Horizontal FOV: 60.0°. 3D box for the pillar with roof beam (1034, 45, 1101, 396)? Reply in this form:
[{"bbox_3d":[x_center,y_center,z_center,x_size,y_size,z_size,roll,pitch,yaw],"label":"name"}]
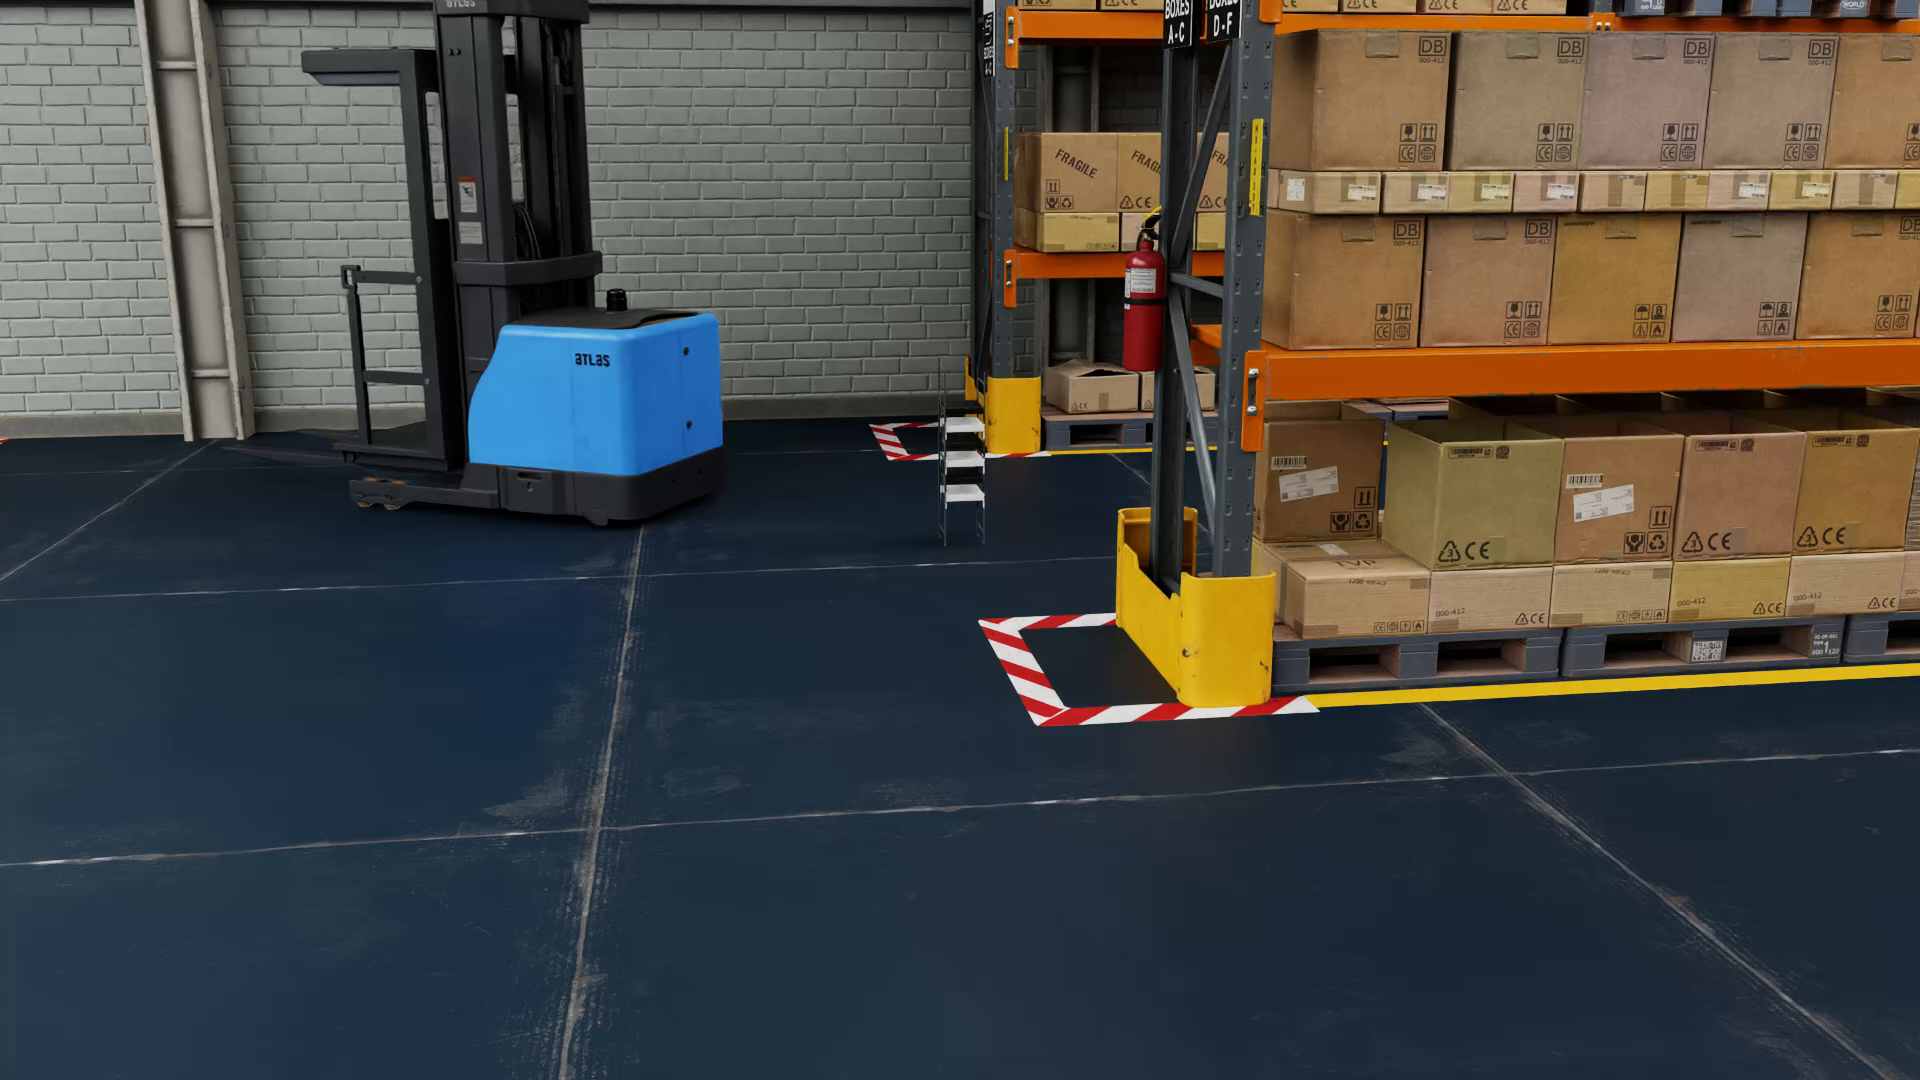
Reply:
[{"bbox_3d":[1.415,-4.271,7.254,0.400,9.000,9.100,-2,14,-8],"label":"pillar with roof beam"}]

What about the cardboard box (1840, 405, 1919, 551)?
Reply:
[{"bbox_3d":[3.986,-0.266,6.863,0.500,0.500,0.500,-2,14,-8],"label":"cardboard box"}]

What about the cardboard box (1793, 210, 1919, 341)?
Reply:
[{"bbox_3d":[3.453,-1.110,6.775,0.500,0.500,0.700,-2,14,-7],"label":"cardboard box"}]

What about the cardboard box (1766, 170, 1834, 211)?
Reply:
[{"bbox_3d":[3.153,-1.363,6.450,0.250,0.149,0.380,-2,14,-6],"label":"cardboard box"}]

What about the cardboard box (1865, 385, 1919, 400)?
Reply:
[{"bbox_3d":[4.403,-0.409,7.434,0.500,0.500,0.500,-2,14,-8],"label":"cardboard box"}]

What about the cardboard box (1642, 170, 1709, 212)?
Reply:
[{"bbox_3d":[2.646,-1.345,6.378,0.250,0.149,0.380,-2,14,-9],"label":"cardboard box"}]

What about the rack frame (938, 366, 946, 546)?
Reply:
[{"bbox_3d":[-0.093,-0.433,8.599,0.006,0.900,0.240,-2,14,-8],"label":"rack frame"}]

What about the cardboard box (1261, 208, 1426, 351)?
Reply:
[{"bbox_3d":[1.416,-1.034,6.474,0.500,0.500,0.700,-2,14,-8],"label":"cardboard box"}]

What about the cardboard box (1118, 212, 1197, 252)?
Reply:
[{"bbox_3d":[1.252,-2.064,11.052,0.500,0.250,0.500,-3,14,-10],"label":"cardboard box"}]

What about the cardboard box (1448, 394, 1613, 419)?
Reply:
[{"bbox_3d":[2.425,-0.336,7.144,0.500,0.500,0.500,-2,14,-8],"label":"cardboard box"}]

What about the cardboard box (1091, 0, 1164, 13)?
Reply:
[{"bbox_3d":[1.115,-3.639,10.654,0.500,0.500,0.500,-1,14,-5],"label":"cardboard box"}]

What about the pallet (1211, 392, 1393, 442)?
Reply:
[{"bbox_3d":[2.298,-0.878,11.788,1.213,0.211,1.003,-2,14,-8],"label":"pallet"}]

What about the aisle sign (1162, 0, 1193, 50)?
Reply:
[{"bbox_3d":[0.844,-2.301,6.387,0.004,0.787,0.394,-2,14,-8],"label":"aisle sign"}]

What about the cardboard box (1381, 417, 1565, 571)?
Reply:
[{"bbox_3d":[2.010,-0.190,6.561,0.500,0.500,0.500,-2,14,-8],"label":"cardboard box"}]

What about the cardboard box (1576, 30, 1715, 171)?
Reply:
[{"bbox_3d":[2.486,-1.704,6.479,0.500,0.500,0.700,-2,14,-8],"label":"cardboard box"}]

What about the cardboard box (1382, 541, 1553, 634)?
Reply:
[{"bbox_3d":[2.010,0.173,6.654,0.500,0.250,0.500,-2,14,-8],"label":"cardboard box"}]

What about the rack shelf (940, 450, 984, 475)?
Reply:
[{"bbox_3d":[0.008,-0.404,8.622,0.200,0.077,0.258,-2,14,-8],"label":"rack shelf"}]

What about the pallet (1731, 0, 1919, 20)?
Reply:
[{"bbox_3d":[5.817,-3.707,11.557,1.003,0.211,1.213,-2,14,-8],"label":"pallet"}]

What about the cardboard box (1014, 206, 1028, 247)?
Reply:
[{"bbox_3d":[0.644,-2.164,11.451,0.500,0.250,0.500,-2,14,-7],"label":"cardboard box"}]

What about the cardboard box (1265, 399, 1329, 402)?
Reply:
[{"bbox_3d":[2.205,-1.203,11.586,0.500,0.500,0.700,-3,14,-12],"label":"cardboard box"}]

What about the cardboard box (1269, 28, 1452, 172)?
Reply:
[{"bbox_3d":[1.468,-1.665,6.324,0.500,0.500,0.700,-2,14,-8],"label":"cardboard box"}]

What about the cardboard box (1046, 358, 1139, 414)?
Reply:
[{"bbox_3d":[0.908,-1.076,11.469,0.500,0.311,0.500,-4,15,-15],"label":"cardboard box"}]

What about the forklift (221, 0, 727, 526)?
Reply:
[{"bbox_3d":[-2.928,-1.702,9.483,3.031,2.935,1.130,5,15,21],"label":"forklift"}]

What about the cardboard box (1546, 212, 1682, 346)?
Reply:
[{"bbox_3d":[2.426,-1.071,6.621,0.500,0.500,0.700,-2,14,-8],"label":"cardboard box"}]

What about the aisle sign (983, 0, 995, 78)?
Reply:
[{"bbox_3d":[0.184,-3.350,10.567,0.004,0.787,0.394,-2,14,-8],"label":"aisle sign"}]

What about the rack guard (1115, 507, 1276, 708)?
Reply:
[{"bbox_3d":[0.929,0.241,6.731,0.348,0.500,1.175,-2,14,-8],"label":"rack guard"}]

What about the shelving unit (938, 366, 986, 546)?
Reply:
[{"bbox_3d":[0.008,-0.437,8.614,0.210,0.900,0.258,-2,14,-8],"label":"shelving unit"}]

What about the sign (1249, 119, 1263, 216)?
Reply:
[{"bbox_3d":[1.029,-1.296,5.783,0.005,0.325,0.100,-2,14,-8],"label":"sign"}]

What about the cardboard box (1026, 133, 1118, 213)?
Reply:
[{"bbox_3d":[0.728,-2.409,10.887,0.500,0.500,0.500,-2,14,-8],"label":"cardboard box"}]

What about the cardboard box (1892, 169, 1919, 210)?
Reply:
[{"bbox_3d":[3.664,-1.382,6.528,0.250,0.149,0.380,-2,14,-9],"label":"cardboard box"}]

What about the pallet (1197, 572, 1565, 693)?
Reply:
[{"bbox_3d":[1.702,0.343,6.921,1.213,0.211,1.003,-2,14,-8],"label":"pallet"}]

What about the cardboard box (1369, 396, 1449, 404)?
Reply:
[{"bbox_3d":[3.146,-1.262,11.822,0.500,0.500,0.500,-3,14,-13],"label":"cardboard box"}]

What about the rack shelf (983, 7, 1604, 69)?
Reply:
[{"bbox_3d":[2.188,-3.342,11.193,4.000,0.370,1.077,-2,14,-8],"label":"rack shelf"}]

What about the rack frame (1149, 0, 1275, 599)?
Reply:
[{"bbox_3d":[0.952,-0.972,6.431,0.127,3.000,1.000,-2,14,-8],"label":"rack frame"}]

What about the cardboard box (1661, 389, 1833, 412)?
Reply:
[{"bbox_3d":[3.414,-0.373,7.290,0.500,0.500,0.500,-2,14,-8],"label":"cardboard box"}]

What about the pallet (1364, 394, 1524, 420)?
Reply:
[{"bbox_3d":[3.507,-0.923,11.968,1.213,0.211,1.003,-2,14,-8],"label":"pallet"}]

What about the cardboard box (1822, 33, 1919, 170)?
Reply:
[{"bbox_3d":[3.475,-1.740,6.623,0.500,0.500,0.700,-2,14,-8],"label":"cardboard box"}]

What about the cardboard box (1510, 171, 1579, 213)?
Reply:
[{"bbox_3d":[2.130,-1.325,6.300,0.250,0.149,0.380,-2,14,-9],"label":"cardboard box"}]

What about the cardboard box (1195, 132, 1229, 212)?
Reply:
[{"bbox_3d":[1.730,-2.442,11.017,0.500,0.500,0.500,-3,14,-10],"label":"cardboard box"}]

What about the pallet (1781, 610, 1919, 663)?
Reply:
[{"bbox_3d":[4.115,0.254,7.273,1.213,0.211,1.003,-2,14,-8],"label":"pallet"}]

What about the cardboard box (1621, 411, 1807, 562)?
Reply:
[{"bbox_3d":[2.999,-0.225,6.701,0.500,0.500,0.500,-2,14,-8],"label":"cardboard box"}]

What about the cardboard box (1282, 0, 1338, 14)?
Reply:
[{"bbox_3d":[2.154,-3.684,10.831,0.500,0.500,0.500,-1,14,-5],"label":"cardboard box"}]

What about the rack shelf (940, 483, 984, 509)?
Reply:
[{"bbox_3d":[0.008,-0.230,8.665,0.200,0.077,0.258,-2,14,-8],"label":"rack shelf"}]

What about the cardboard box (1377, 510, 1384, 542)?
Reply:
[{"bbox_3d":[1.931,0.047,7.159,0.500,0.250,0.500,-2,14,-8],"label":"cardboard box"}]

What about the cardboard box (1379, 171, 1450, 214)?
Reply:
[{"bbox_3d":[1.633,-1.308,6.231,0.250,0.149,0.380,-2,14,-10],"label":"cardboard box"}]

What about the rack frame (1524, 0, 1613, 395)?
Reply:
[{"bbox_3d":[4.166,-2.308,11.760,0.127,3.000,1.000,-2,14,-8],"label":"rack frame"}]

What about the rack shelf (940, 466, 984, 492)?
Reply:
[{"bbox_3d":[0.008,-0.317,8.644,0.200,0.077,0.258,-2,14,-8],"label":"rack shelf"}]

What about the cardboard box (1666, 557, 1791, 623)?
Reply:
[{"bbox_3d":[2.999,0.138,6.794,0.500,0.250,0.500,-2,14,-8],"label":"cardboard box"}]

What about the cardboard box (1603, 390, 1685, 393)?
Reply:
[{"bbox_3d":[4.891,-1.340,12.132,0.500,0.500,0.700,-2,14,-6],"label":"cardboard box"}]

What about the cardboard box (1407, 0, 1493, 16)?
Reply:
[{"bbox_3d":[3.202,-3.728,11.009,0.500,0.500,0.500,-3,14,-13],"label":"cardboard box"}]

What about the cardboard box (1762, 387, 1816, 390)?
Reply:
[{"bbox_3d":[5.905,-1.379,12.290,0.500,0.500,0.700,-2,14,-8],"label":"cardboard box"}]

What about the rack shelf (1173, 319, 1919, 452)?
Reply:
[{"bbox_3d":[2.930,-0.695,6.807,4.000,0.370,1.077,-2,14,-8],"label":"rack shelf"}]

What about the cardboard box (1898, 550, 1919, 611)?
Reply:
[{"bbox_3d":[3.986,0.098,6.953,0.500,0.250,0.500,-2,14,-8],"label":"cardboard box"}]
